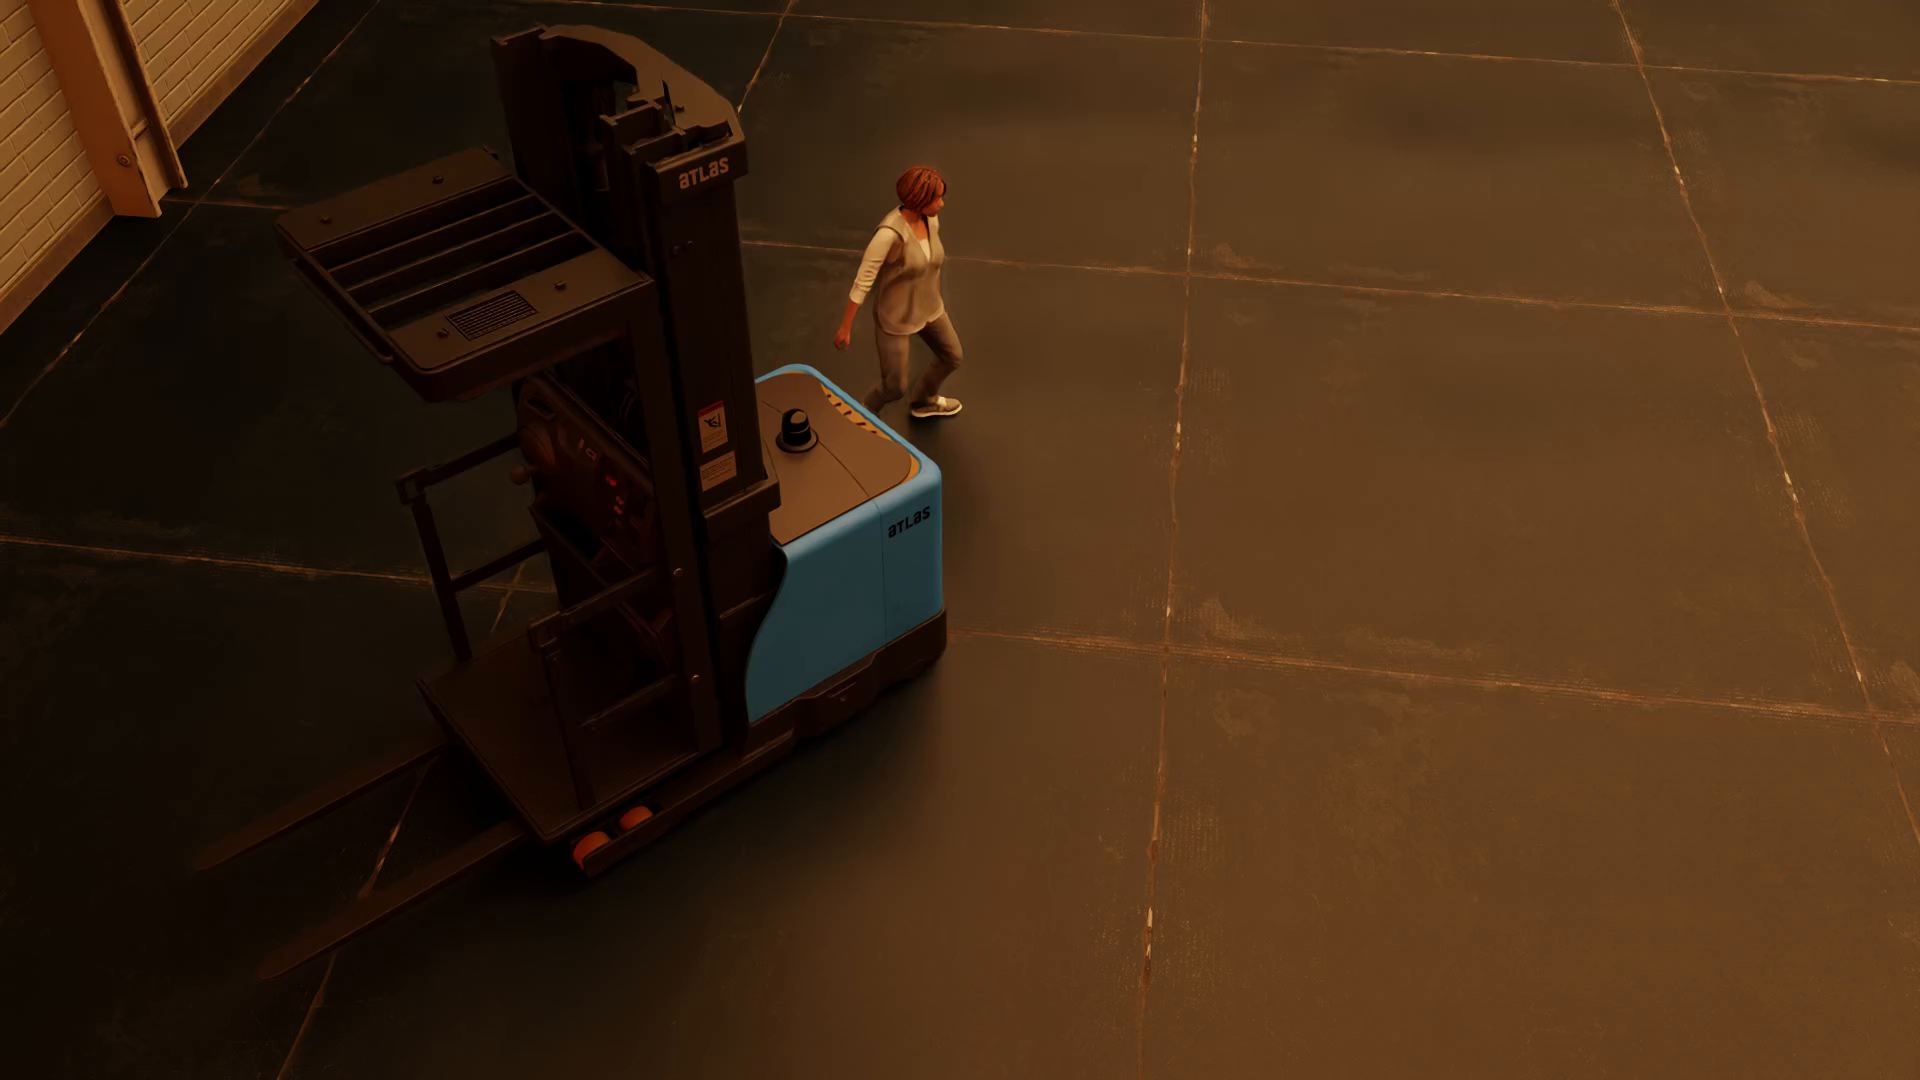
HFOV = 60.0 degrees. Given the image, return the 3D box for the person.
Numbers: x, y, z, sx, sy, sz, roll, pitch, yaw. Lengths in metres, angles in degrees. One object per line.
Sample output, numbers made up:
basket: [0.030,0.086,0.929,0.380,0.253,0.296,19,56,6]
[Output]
person: [-0.312,-1.091,7.979,0.429,1.562,0.746,32,51,30]

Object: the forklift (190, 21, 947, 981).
forklift: [-1.515,-0.186,5.927,3.031,2.935,1.130,-29,50,-28]
